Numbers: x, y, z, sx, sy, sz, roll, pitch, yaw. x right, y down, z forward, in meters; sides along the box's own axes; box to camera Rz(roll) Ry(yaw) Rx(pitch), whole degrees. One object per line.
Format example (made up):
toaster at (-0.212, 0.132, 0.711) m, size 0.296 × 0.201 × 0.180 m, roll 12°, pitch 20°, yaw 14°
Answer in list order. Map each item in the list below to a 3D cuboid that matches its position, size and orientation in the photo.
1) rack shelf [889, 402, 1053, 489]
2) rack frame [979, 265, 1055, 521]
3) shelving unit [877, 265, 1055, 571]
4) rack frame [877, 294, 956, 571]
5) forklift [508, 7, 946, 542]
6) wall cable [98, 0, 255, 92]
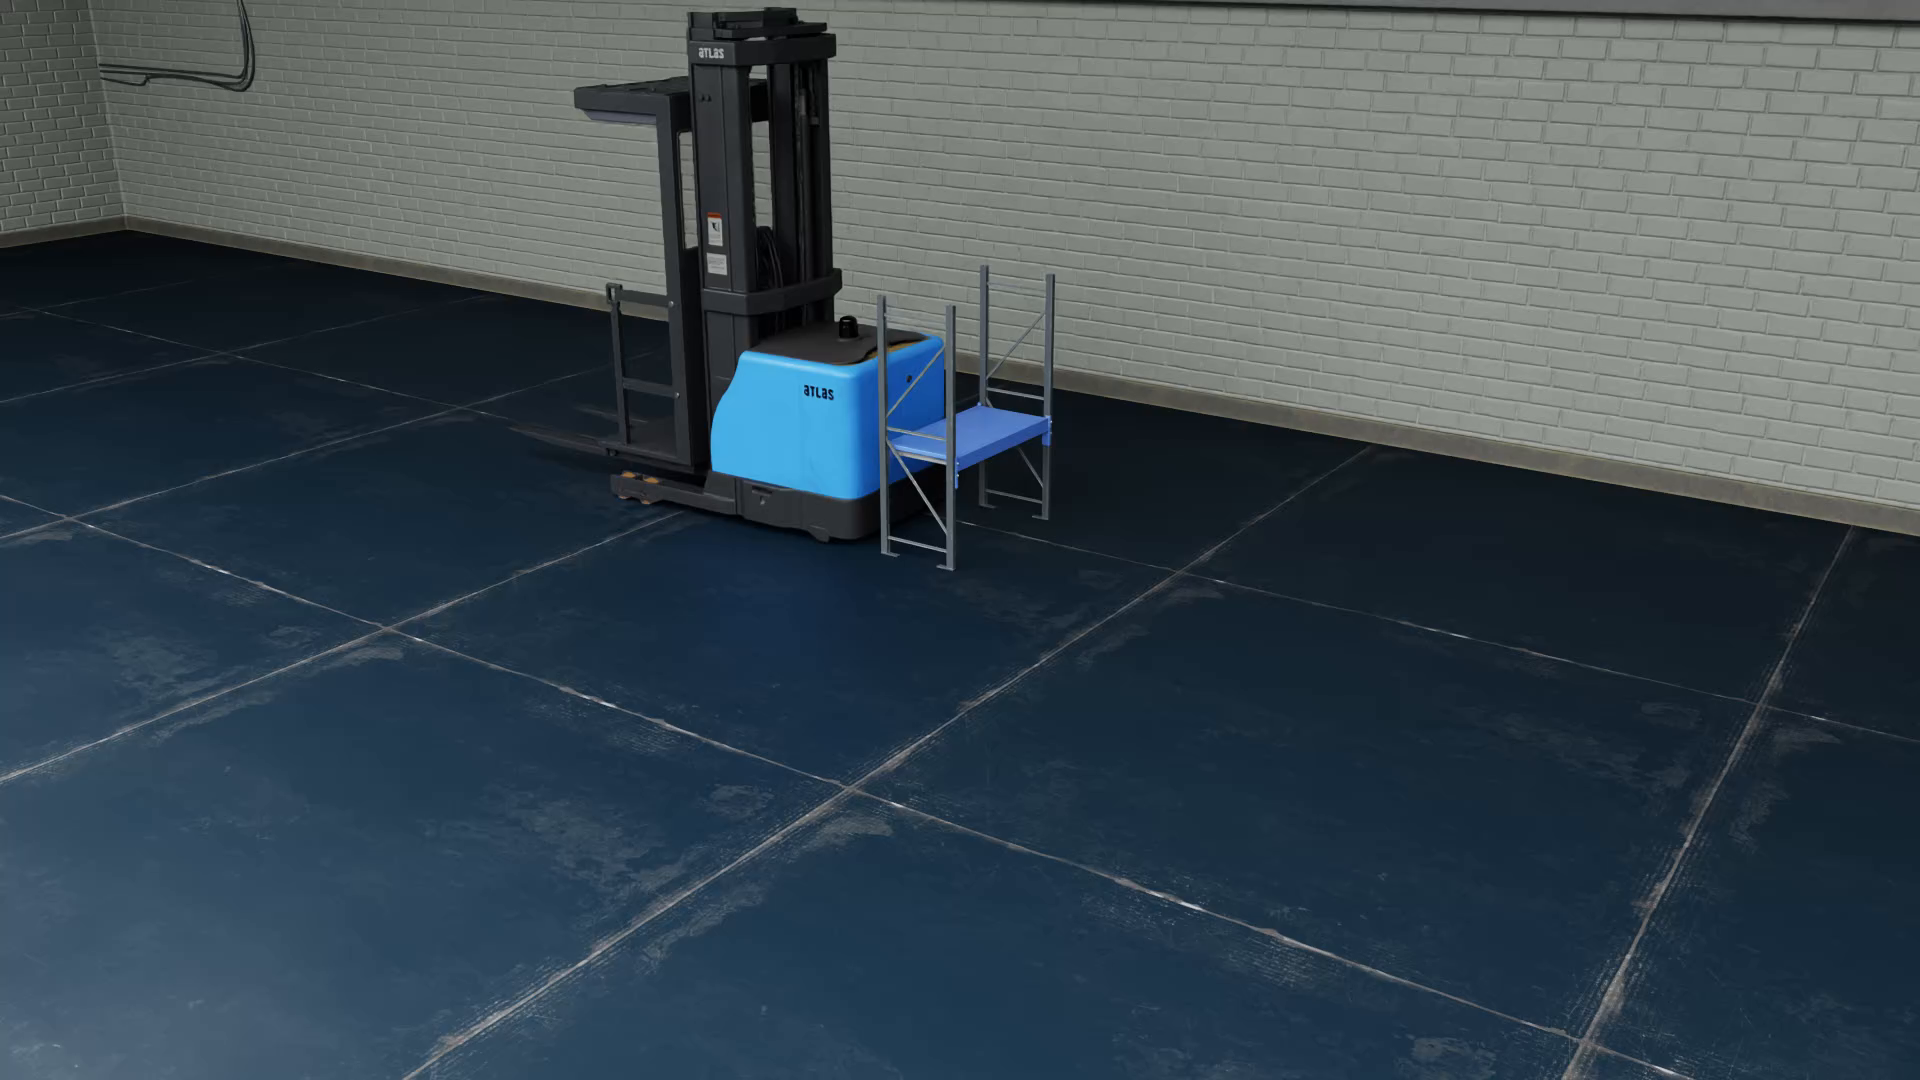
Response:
rack shelf at (0.048, -0.559, 9.633) m, size 0.538 × 0.185 × 1.000 m, roll 13°, pitch 24°, yaw 32°
rack frame at (0.334, -0.874, 9.965) m, size 0.500 × 1.500 × 0.032 m, roll 13°, pitch 24°, yaw 32°
shelving unit at (0.048, -0.728, 9.571) m, size 0.538 × 1.500 × 1.048 m, roll 13°, pitch 24°, yaw 32°
rack frame at (-0.238, -0.582, 9.177) m, size 0.500 × 1.500 × 0.032 m, roll 13°, pitch 24°, yaw 32°
forklift at (-1.591, -1.733, 10.226) m, size 3.031 × 2.935 × 1.130 m, roll 13°, pitch 24°, yaw 31°
wall cable at (-8.696, -6.160, 17.924) m, size 3.097 × 2.526 × 0.112 m, roll 13°, pitch 24°, yaw 32°
